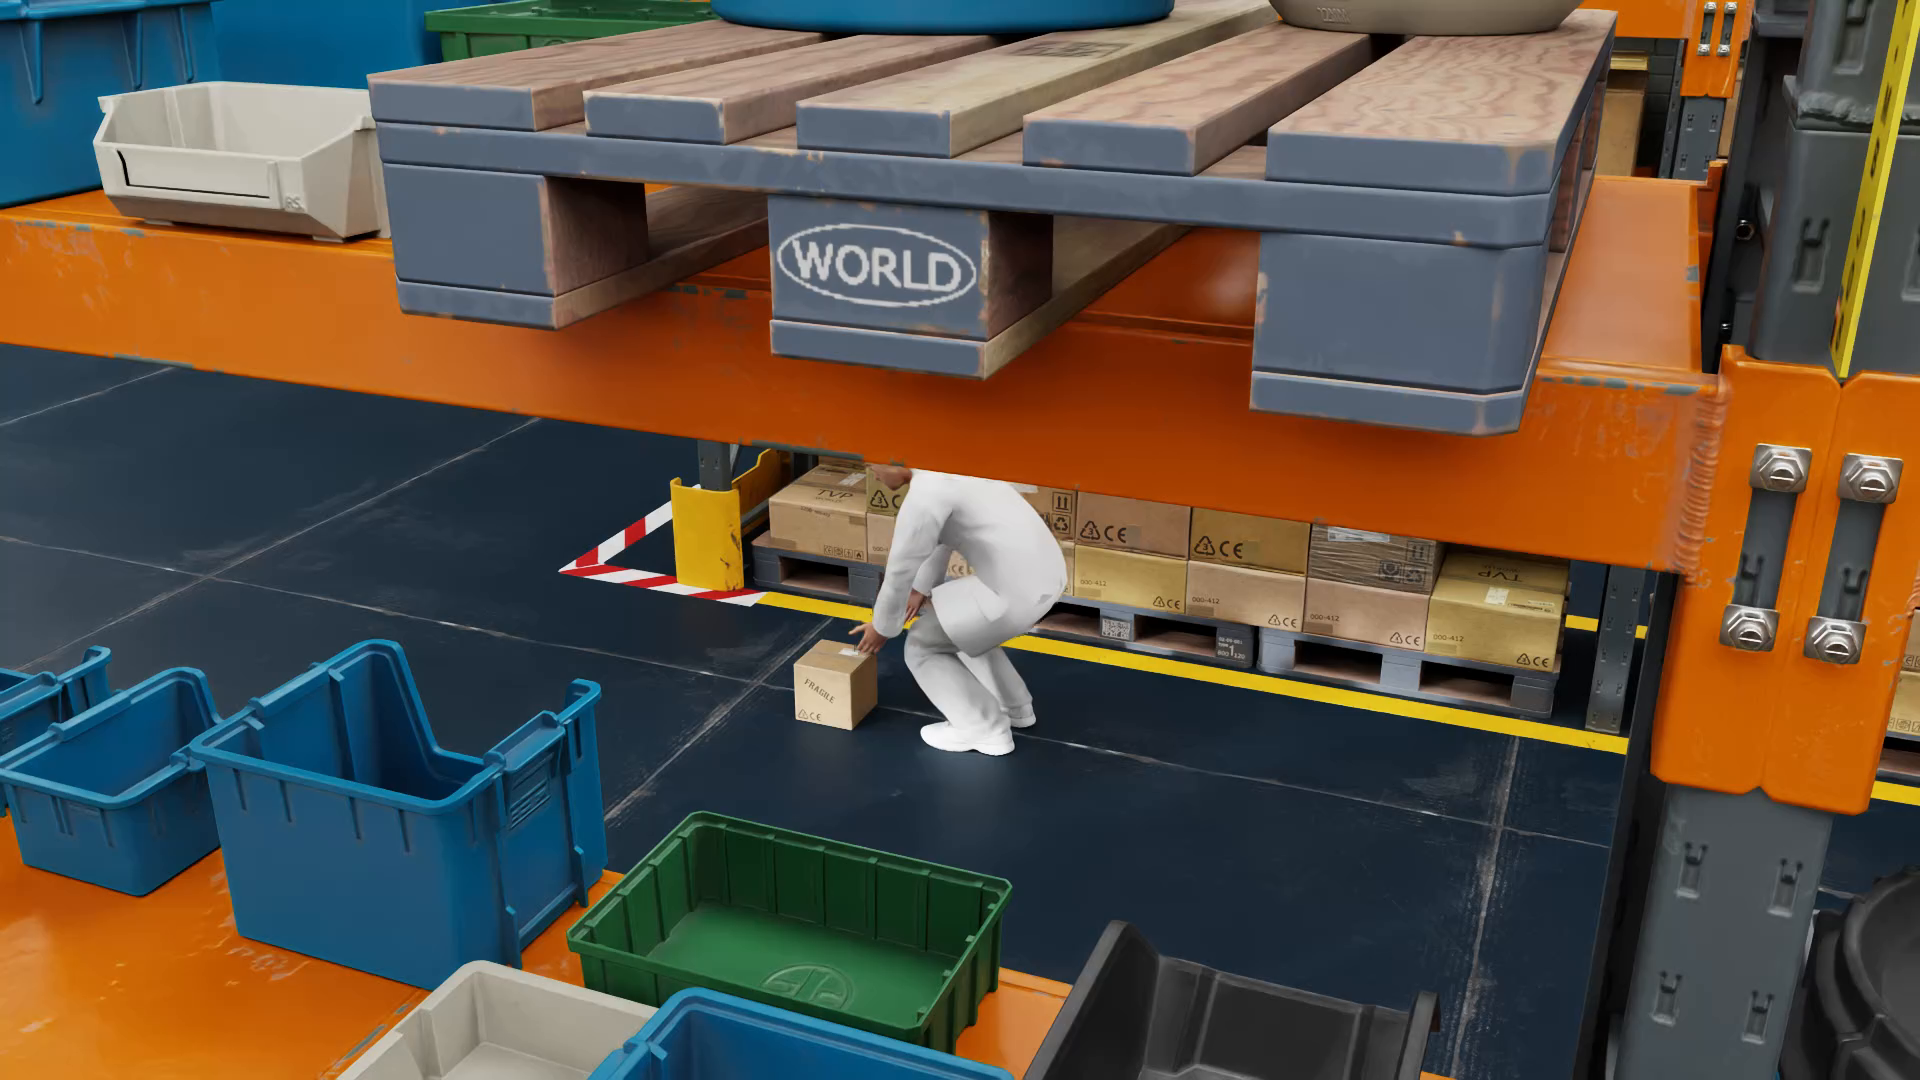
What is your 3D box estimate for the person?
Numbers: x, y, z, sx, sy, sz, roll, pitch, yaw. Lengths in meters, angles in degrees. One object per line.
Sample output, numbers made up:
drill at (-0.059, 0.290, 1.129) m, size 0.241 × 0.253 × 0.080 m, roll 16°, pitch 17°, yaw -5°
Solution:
person at (0.007, 0.184, 6.355) m, size 0.793 × 1.256 × 0.634 m, roll 9°, pitch 24°, yaw 20°
